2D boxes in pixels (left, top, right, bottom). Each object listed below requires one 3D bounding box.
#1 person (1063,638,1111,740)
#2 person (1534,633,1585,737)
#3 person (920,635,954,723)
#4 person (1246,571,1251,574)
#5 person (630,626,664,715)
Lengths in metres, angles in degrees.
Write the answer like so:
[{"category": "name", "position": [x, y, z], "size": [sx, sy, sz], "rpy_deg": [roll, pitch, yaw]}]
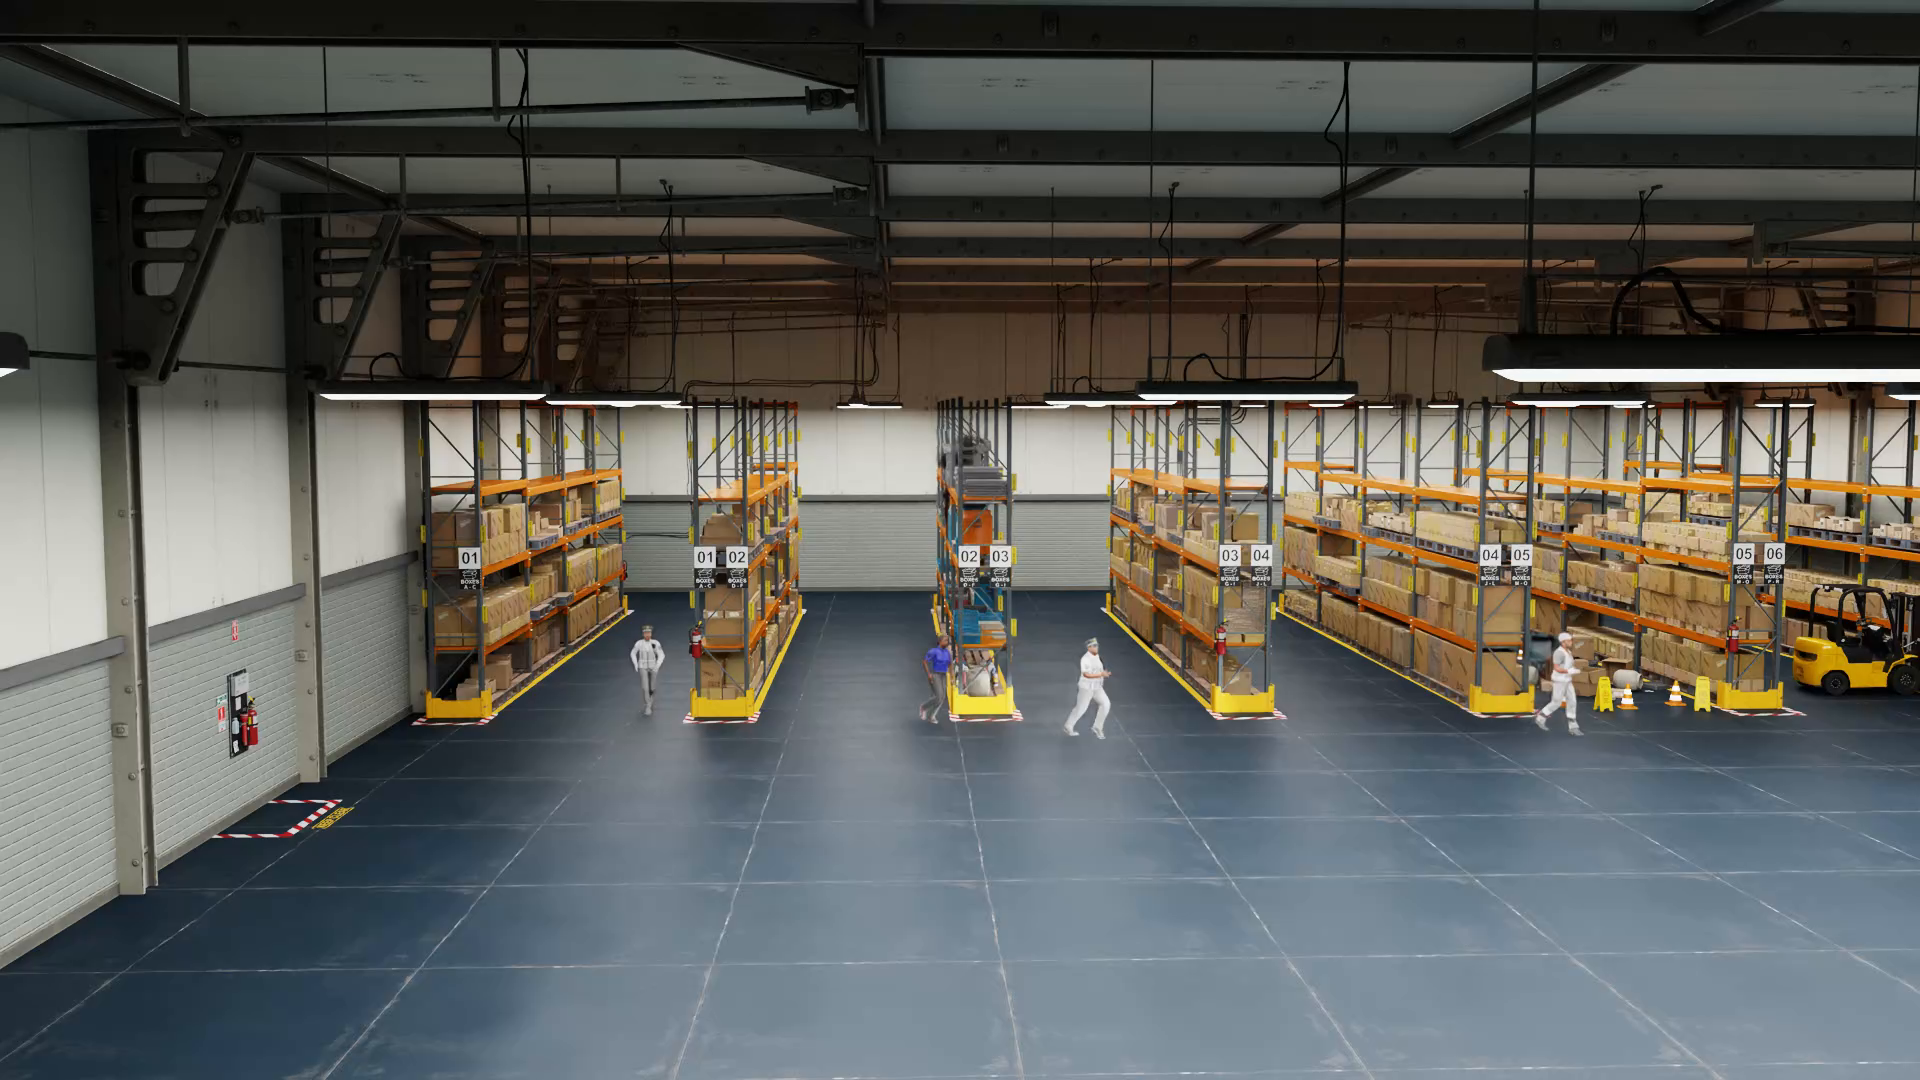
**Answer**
[{"category": "person", "position": [2.269, 2.602, 29.069], "size": [0.911, 1.832, 0.673], "rpy_deg": [3, 5, 35]}, {"category": "person", "position": [10.663, 2.544, 29.488], "size": [0.866, 1.820, 0.680], "rpy_deg": [4, 6, 42]}, {"category": "person", "position": [-0.380, 2.557, 30.677], "size": [0.644, 1.598, 0.515], "rpy_deg": [-4, 6, -44]}, {"category": "person", "position": [8.112, 1.370, 45.476], "size": [0.670, 1.690, 0.568], "rpy_deg": [0, 4, -3]}, {"category": "person", "position": [-5.957, 2.449, 31.707], "size": [0.636, 1.675, 0.703], "rpy_deg": [-1, 5, -13]}]
